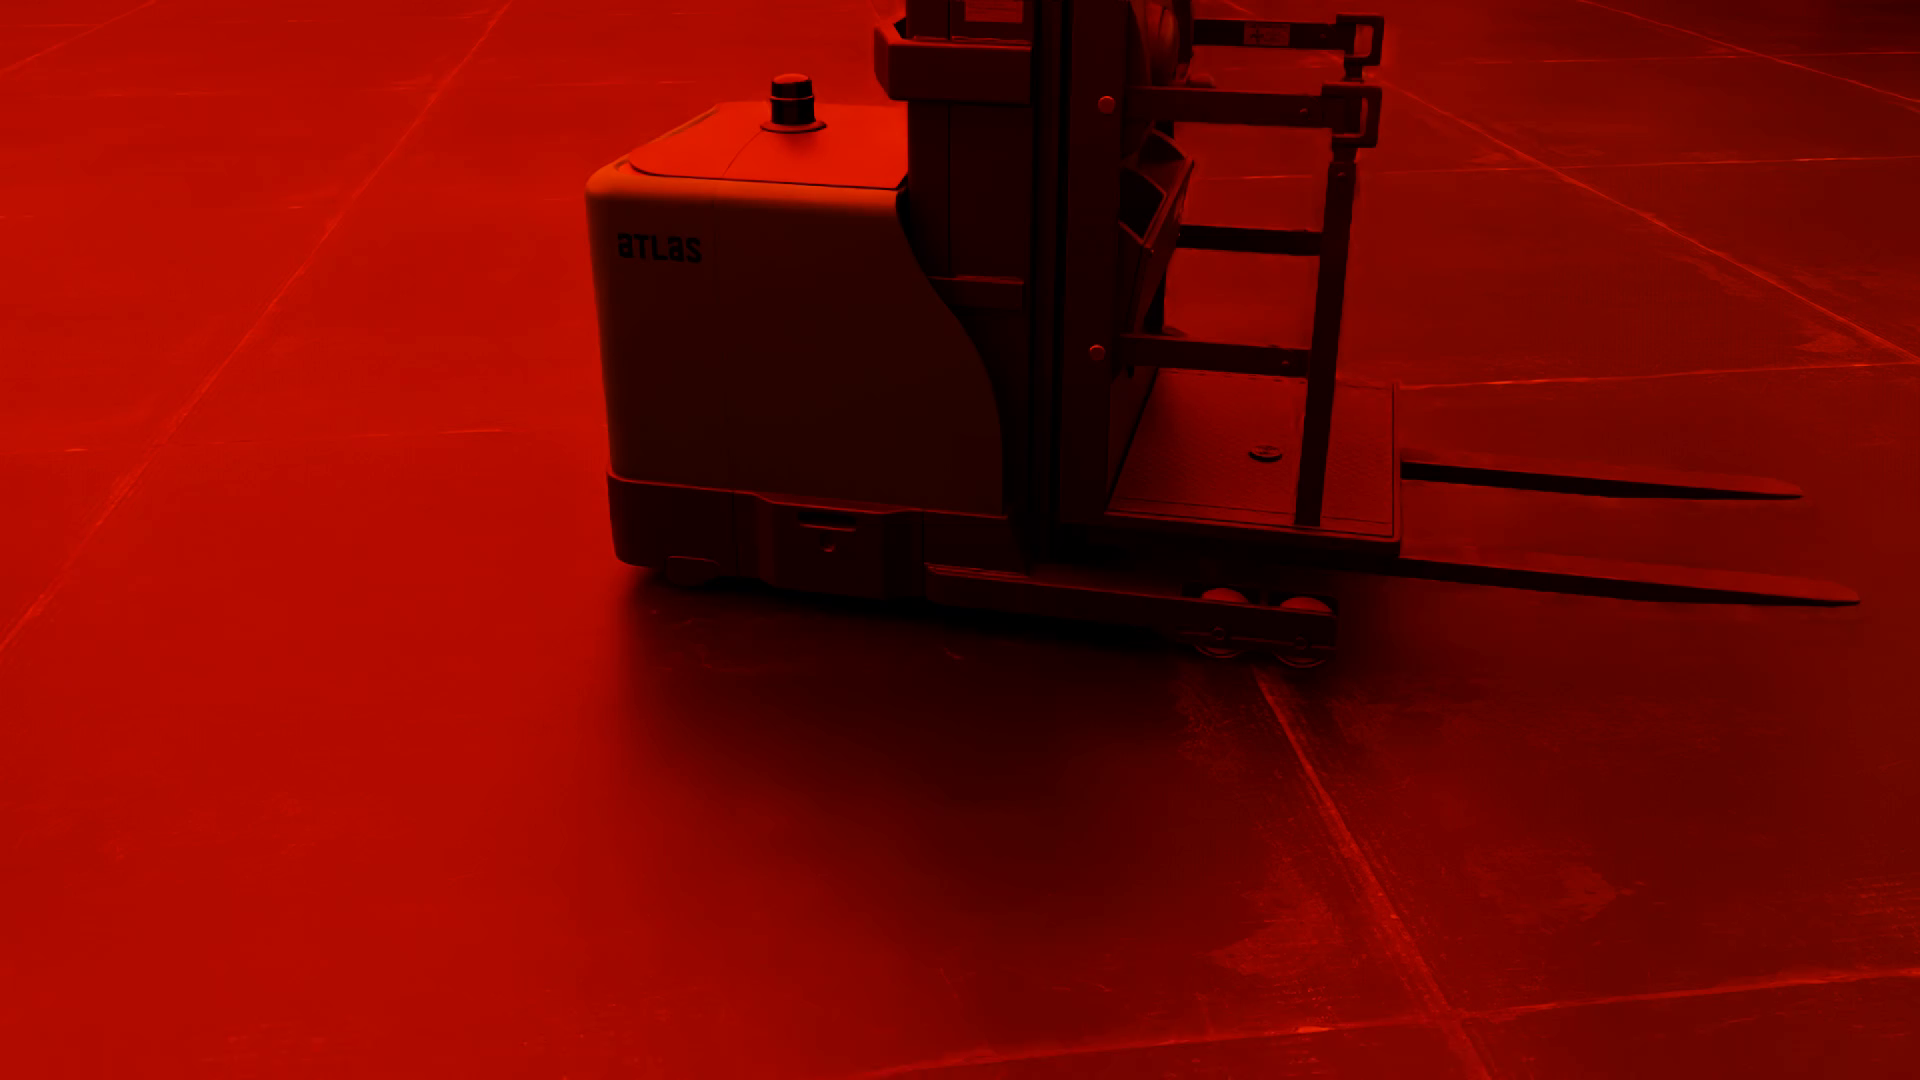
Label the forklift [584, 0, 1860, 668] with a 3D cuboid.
[{"bbox_3d":[0.660,-1.269,3.863,3.031,2.935,1.130,6,26,12],"label":"forklift"}]
